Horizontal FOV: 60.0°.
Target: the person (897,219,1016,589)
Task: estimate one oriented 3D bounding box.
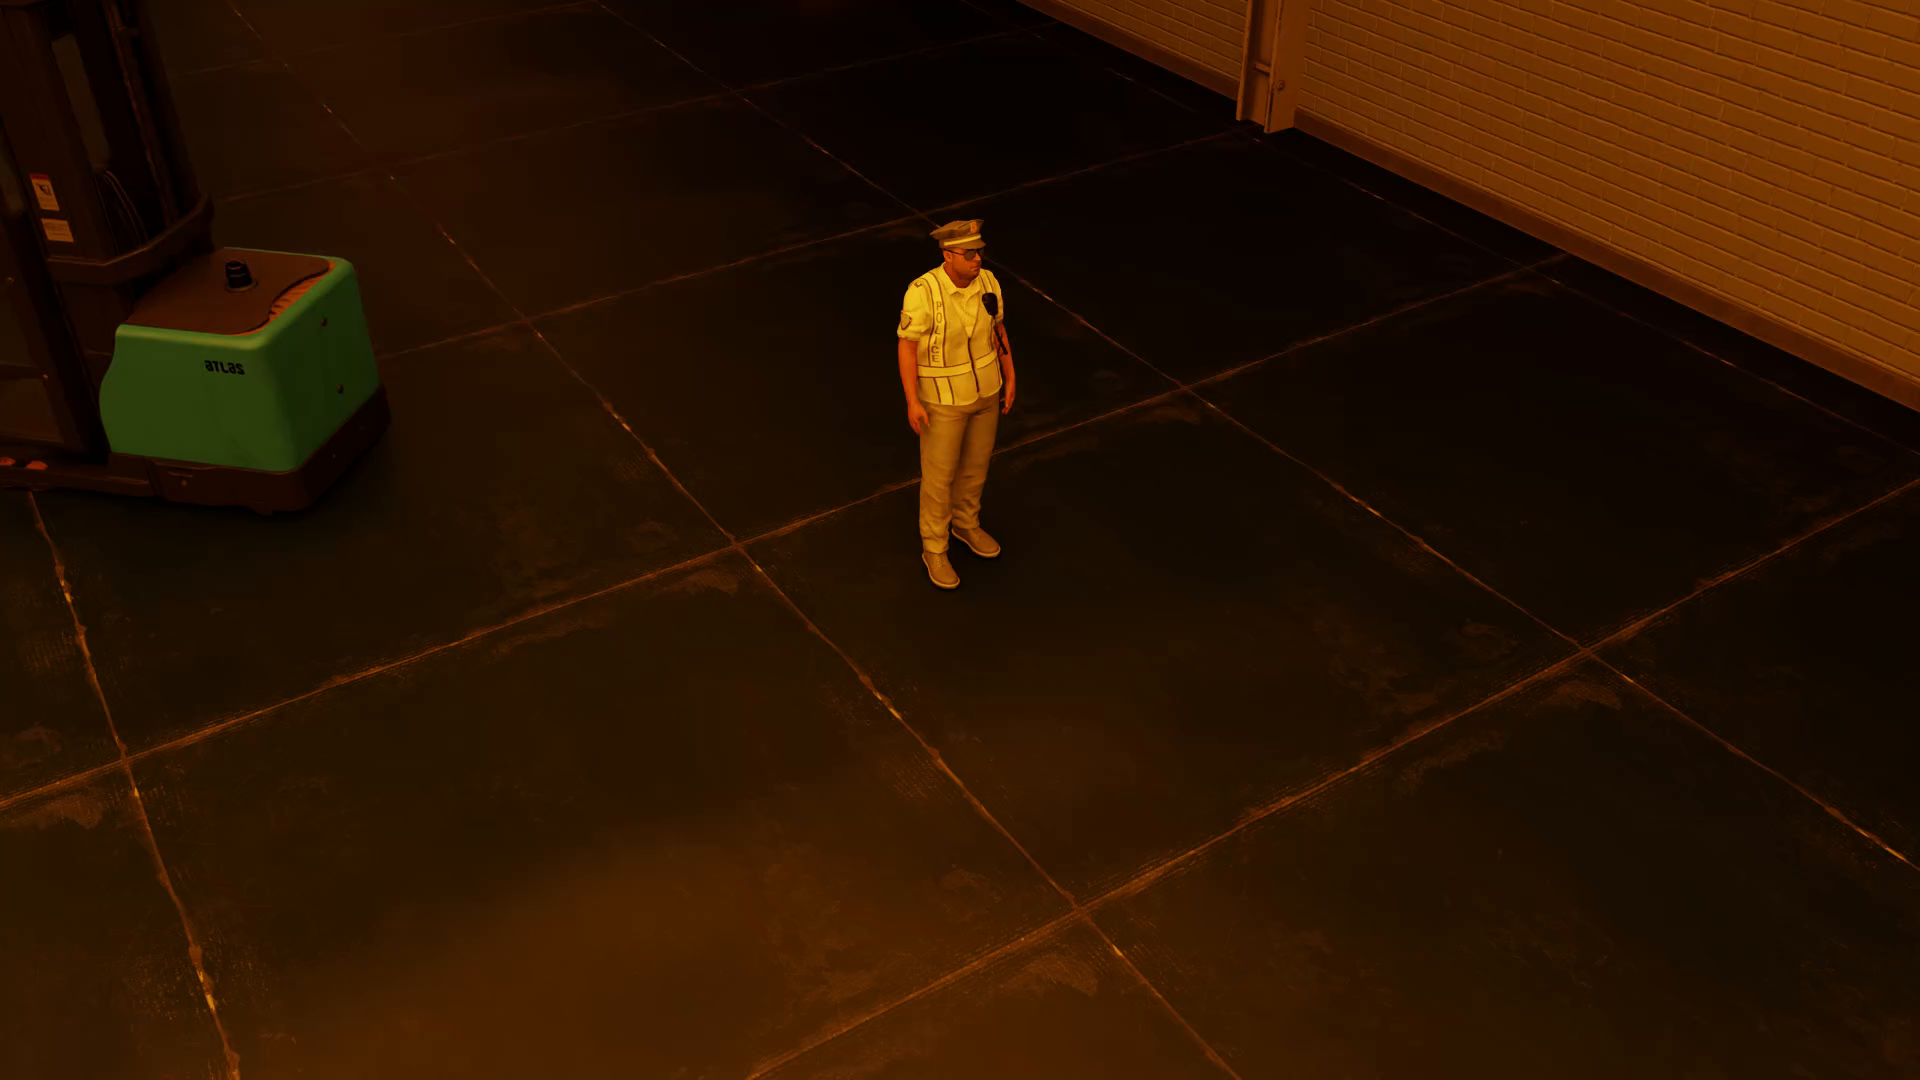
[{"bbox_3d":[0.033,-0.694,8.122,0.641,1.780,0.574,-21,40,-27],"label":"person"}]

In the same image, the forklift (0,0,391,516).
[{"bbox_3d":[-4.836,-1.752,8.641,3.031,2.935,1.130,7,36,10],"label":"forklift"}]
